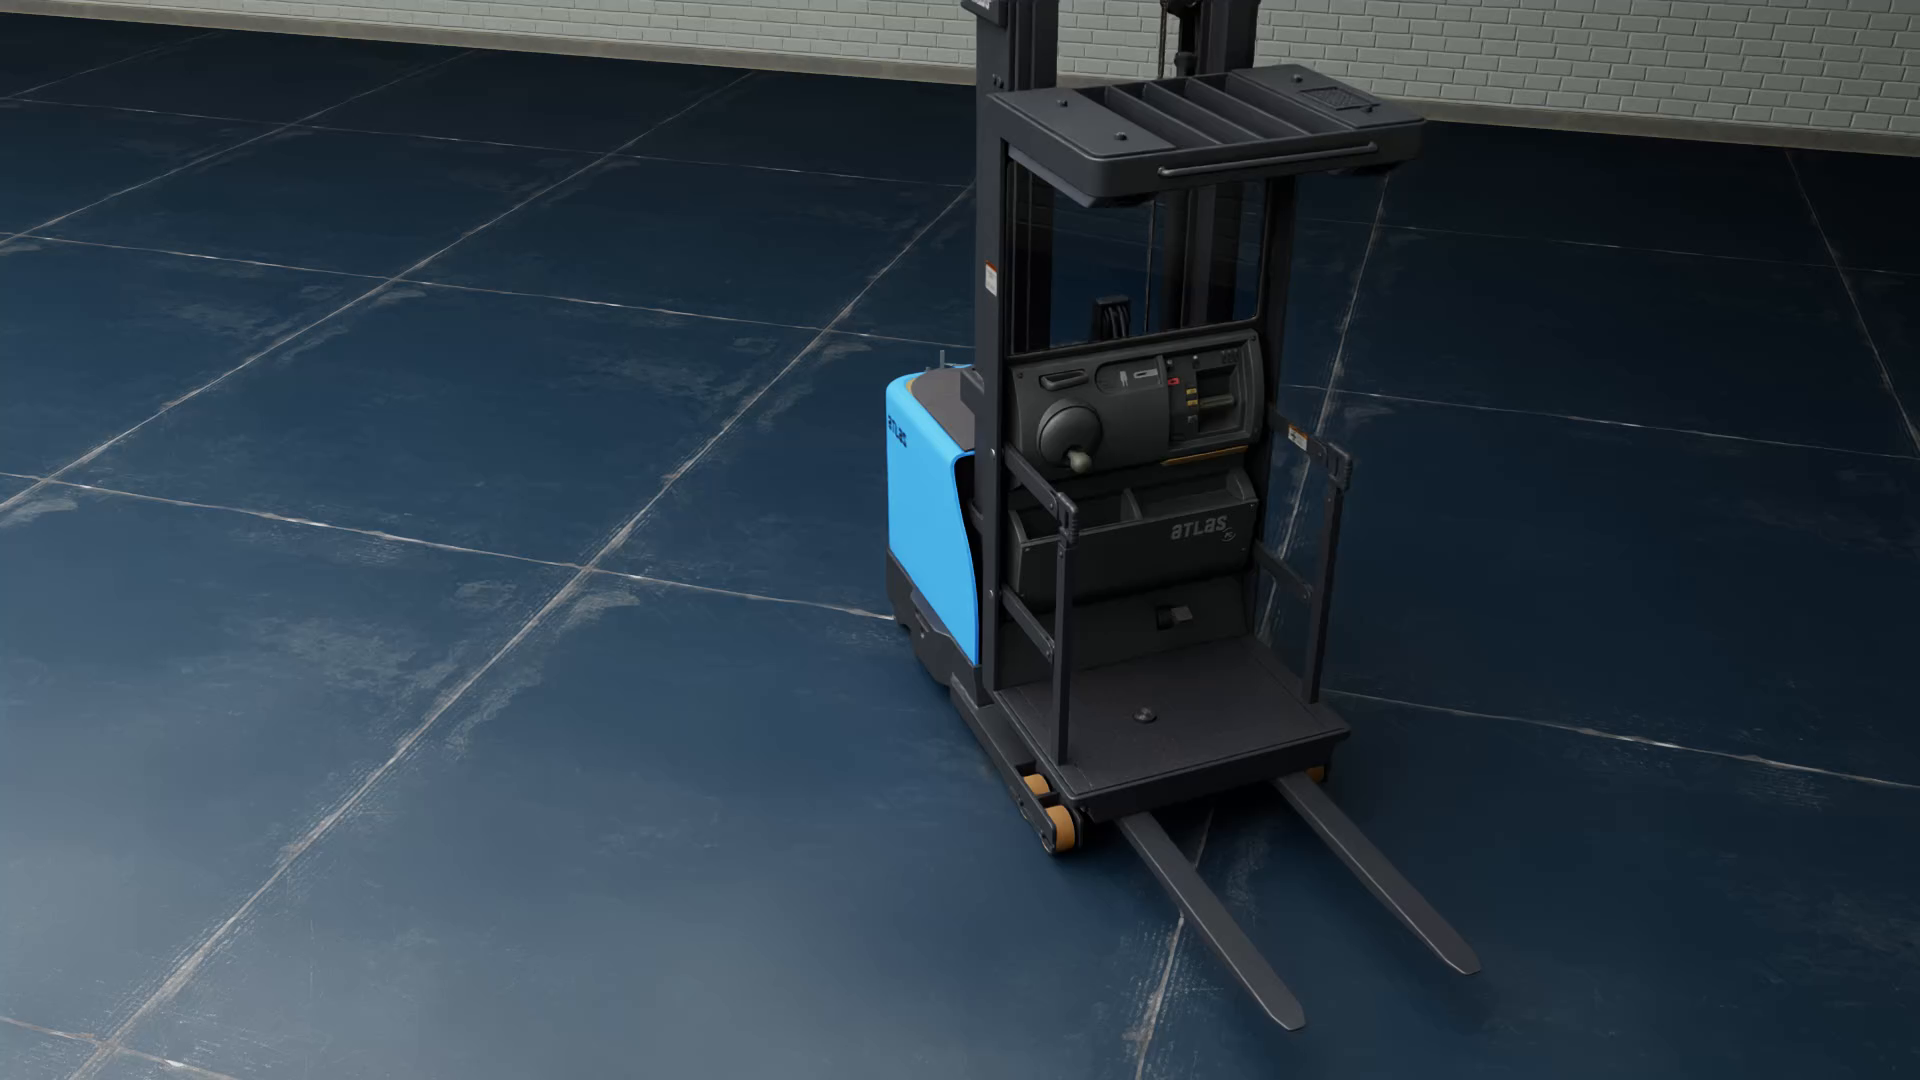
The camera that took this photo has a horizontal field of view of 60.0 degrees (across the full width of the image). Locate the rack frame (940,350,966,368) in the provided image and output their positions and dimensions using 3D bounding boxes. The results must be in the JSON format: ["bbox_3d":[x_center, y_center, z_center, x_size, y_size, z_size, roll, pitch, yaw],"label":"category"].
[{"bbox_3d":[0.027,-0.437,7.609,0.240,0.900,0.006,8,30,15],"label":"rack frame"}]

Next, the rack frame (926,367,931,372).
[{"bbox_3d":[-0.032,-0.342,7.440,0.240,0.900,0.006,8,30,15],"label":"rack frame"}]

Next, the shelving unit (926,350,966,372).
[{"bbox_3d":[-0.002,-0.389,7.524,0.258,0.900,0.210,8,30,15],"label":"shelving unit"}]

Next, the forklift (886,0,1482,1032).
[{"bbox_3d":[0.697,-0.423,5.496,1.130,2.935,3.031,-11,31,-19],"label":"forklift"}]
